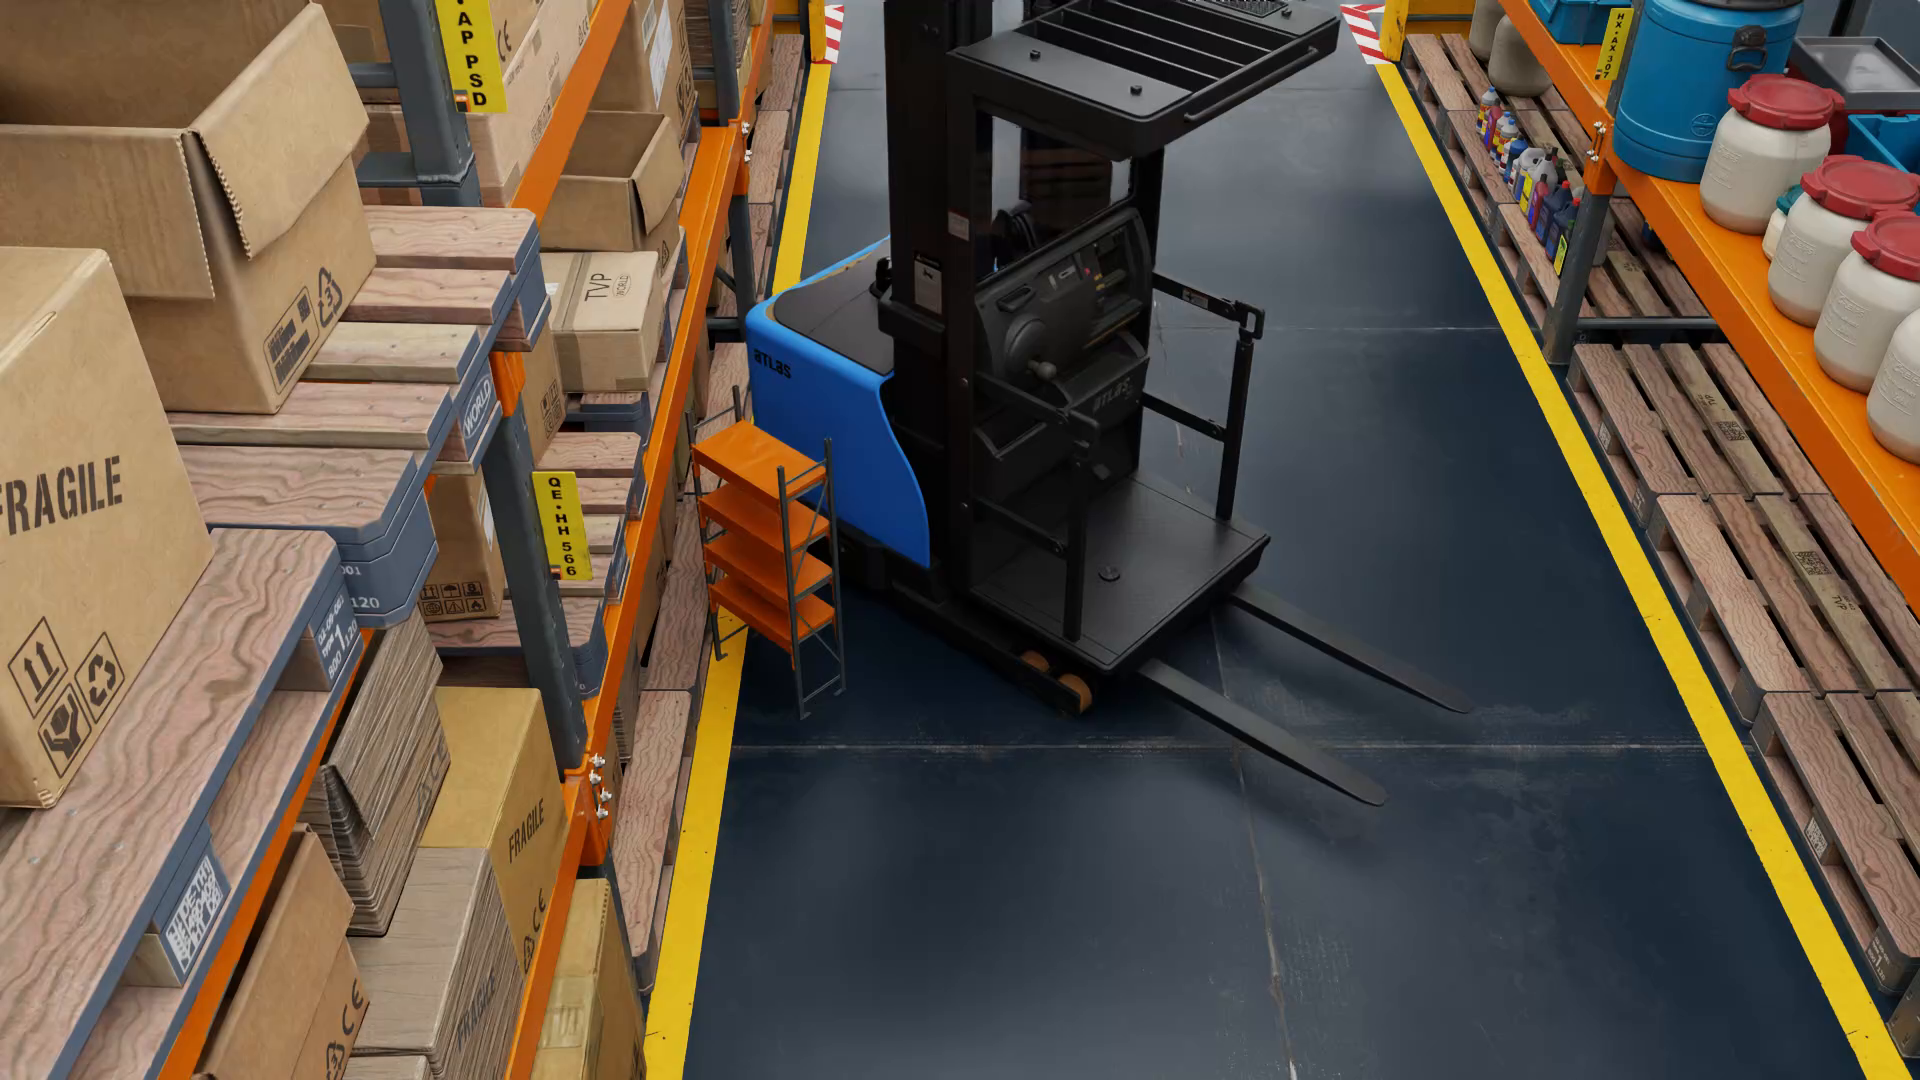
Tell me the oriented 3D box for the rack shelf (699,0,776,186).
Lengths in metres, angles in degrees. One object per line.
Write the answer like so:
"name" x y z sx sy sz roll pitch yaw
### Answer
"rack shelf" -1.507 -3.047 9.229 1.077 0.370 4.000 0 39 0

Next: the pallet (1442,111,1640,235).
"pallet" 3.485 -2.177 9.798 1.003 0.211 1.213 0 39 0

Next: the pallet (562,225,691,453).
"pallet" -1.543 -0.739 5.927 1.003 0.211 1.213 0 39 0

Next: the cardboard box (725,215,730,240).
"cardboard box" -1.473 -1.874 8.853 0.500 0.500 0.500 12 40 14

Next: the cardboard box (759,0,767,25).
"cardboard box" -1.188 -2.739 8.470 0.380 0.149 0.250 0 39 0

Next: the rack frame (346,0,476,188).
"rack frame" -1.500 -1.917 2.446 1.000 3.000 0.127 0 39 0

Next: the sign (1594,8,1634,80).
"sign" 2.898 -2.195 7.369 0.100 0.325 0.005 0 39 0

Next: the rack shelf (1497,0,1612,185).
"rack shelf" 3.446 -3.051 9.233 1.077 0.370 4.000 0 39 0

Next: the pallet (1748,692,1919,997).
"pallet" 3.491 1.024 5.803 1.003 0.211 1.213 0 39 0

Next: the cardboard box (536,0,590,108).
"cardboard box" -1.246 -1.303 4.198 0.500 0.250 0.500 1 39 1

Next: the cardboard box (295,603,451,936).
"cardboard box" -1.515 0.451 3.406 0.797 0.503 0.637 1 39 1

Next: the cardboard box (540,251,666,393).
"cardboard box" -1.272 -0.729 5.546 0.500 0.250 0.500 -1 39 -1

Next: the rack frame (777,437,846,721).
"rack frame" -0.534 0.170 6.079 0.015 1.200 0.240 31 48 32

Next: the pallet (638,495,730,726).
"pallet" -1.498 0.263 6.753 1.003 0.211 1.213 0 39 0

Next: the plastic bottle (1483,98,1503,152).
"plastic bottle" 3.116 -2.418 9.689 0.061 0.283 0.133 1 39 1

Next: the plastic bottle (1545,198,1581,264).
"plastic bottle" 3.159 -1.621 8.641 0.144 0.351 0.185 -1 39 -1

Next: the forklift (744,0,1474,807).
"forklift" 0.548 -0.836 5.949 3.031 2.935 1.130 29 47 31

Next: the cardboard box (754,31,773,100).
"cardboard box" -1.490 -3.003 10.261 0.500 0.500 0.500 10 40 12

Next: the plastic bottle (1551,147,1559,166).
"plastic bottle" 3.269 -2.019 9.191 0.061 0.283 0.133 0 39 0

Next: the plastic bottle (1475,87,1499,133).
"plastic bottle" 3.134 -2.555 9.870 0.097 0.271 0.097 0 39 0

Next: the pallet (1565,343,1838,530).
"pallet" 3.488 -0.502 7.707 1.003 0.211 1.213 0 39 0

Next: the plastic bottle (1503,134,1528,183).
"plastic bottle" 3.135 -2.152 9.366 0.097 0.271 0.097 0 39 0

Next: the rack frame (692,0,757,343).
"rack frame" -1.505 -2.077 7.443 1.000 3.000 0.127 0 39 0

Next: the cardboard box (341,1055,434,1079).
"cardboard box" -1.253 1.330 3.112 0.500 0.500 0.500 -1 39 -2

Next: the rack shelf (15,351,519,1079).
"rack shelf" -1.498 0.785 2.048 1.077 0.370 4.000 0 39 0

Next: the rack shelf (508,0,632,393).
"rack shelf" -1.502 -1.716 5.170 1.077 0.370 4.000 0 39 0

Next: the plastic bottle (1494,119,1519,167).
"plastic bottle" 3.135 -2.278 9.524 0.097 0.271 0.097 0 39 0

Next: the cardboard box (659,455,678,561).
"cardboard box" -1.543 -0.241 6.799 0.700 0.500 0.500 -3 39 -4

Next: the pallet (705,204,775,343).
"pallet" -1.541 -1.409 8.839 1.003 0.211 1.213 0 39 0

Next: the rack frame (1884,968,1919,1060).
"rack frame" 3.453 0.421 4.326 1.000 3.000 0.127 0 39 0

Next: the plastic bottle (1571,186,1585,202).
"plastic bottle" 3.307 -1.728 8.834 0.152 0.276 0.135 0 39 0

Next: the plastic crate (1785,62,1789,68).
"plastic crate" 3.575 -2.384 7.876 0.767 0.338 0.504 0 39 0

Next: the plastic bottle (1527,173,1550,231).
"plastic bottle" 3.117 -1.817 8.939 0.061 0.283 0.133 2 39 3

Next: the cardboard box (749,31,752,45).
"cardboard box" -1.219 -2.426 8.080 0.380 0.149 0.250 0 39 0

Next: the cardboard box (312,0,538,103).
"cardboard box" -1.243 -1.274 3.563 0.500 0.500 0.500 0 39 0

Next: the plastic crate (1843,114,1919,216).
"plastic crate" 3.761 -1.385 6.592 0.392 0.384 0.575 0 39 0

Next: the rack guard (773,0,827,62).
"rack guard" -1.509 -3.556 11.287 1.175 0.500 0.348 0 39 0

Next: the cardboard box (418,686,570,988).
"cardboard box" -1.252 0.694 3.906 0.500 0.500 0.500 1 39 1

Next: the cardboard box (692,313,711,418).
"cardboard box" -1.525 -0.889 7.608 0.700 0.500 0.500 -3 39 -4

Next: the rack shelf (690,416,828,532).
"rack shelf" -0.712 -0.242 5.964 0.480 0.148 0.258 31 48 32

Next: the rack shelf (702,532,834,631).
"rack shelf" -0.712 0.117 6.252 0.480 0.148 0.258 31 48 32

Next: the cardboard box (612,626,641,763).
"cardboard box" -1.534 0.462 5.922 0.700 0.500 0.500 -3 39 -4

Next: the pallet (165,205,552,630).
"pallet" -1.446 -0.270 2.941 1.213 0.211 1.003 2 39 2

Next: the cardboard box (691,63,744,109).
"cardboard box" -1.204 -2.114 7.690 0.380 0.149 0.250 0 39 0

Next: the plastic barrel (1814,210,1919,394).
"plastic barrel" 3.232 -0.806 5.748 0.433 0.535 0.433 0 39 0

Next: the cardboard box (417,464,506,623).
"cardboard box" -1.541 -0.116 4.581 0.500 0.500 0.500 -5 39 -6

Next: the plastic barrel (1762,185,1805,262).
"plastic barrel" 3.296 -1.199 6.458 0.301 0.262 0.301 0 39 0

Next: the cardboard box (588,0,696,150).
"cardboard box" -1.644 -1.978 6.504 1.000 1.000 1.000 0 39 0

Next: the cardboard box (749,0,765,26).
"cardboard box" -1.409 -2.826 8.060 0.875 0.500 0.500 0 39 0

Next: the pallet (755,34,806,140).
"pallet" -1.544 -2.935 10.743 1.003 0.211 1.213 0 39 0

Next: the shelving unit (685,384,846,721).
"shelving unit" -0.712 0.065 6.209 0.503 1.200 0.258 31 48 32

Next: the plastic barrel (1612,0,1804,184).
"plastic barrel" 3.146 -2.035 6.989 0.600 0.901 0.708 0 39 0

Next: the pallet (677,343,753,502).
"pallet" -1.502 -0.502 7.708 1.003 0.211 1.213 0 39 0

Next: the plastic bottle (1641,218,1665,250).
"plastic bottle" 3.718 -1.724 8.769 0.144 0.351 0.185 0 39 0

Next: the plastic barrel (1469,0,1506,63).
"plastic barrel" 3.521 -3.364 10.702 0.421 0.512 0.421 0 39 0

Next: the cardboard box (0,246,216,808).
"cardboard box" -1.338 -0.028 2.072 0.500 0.500 0.500 2 39 2

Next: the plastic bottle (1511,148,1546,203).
"plastic bottle" 3.163 -2.016 9.193 0.152 0.276 0.135 1 39 1
